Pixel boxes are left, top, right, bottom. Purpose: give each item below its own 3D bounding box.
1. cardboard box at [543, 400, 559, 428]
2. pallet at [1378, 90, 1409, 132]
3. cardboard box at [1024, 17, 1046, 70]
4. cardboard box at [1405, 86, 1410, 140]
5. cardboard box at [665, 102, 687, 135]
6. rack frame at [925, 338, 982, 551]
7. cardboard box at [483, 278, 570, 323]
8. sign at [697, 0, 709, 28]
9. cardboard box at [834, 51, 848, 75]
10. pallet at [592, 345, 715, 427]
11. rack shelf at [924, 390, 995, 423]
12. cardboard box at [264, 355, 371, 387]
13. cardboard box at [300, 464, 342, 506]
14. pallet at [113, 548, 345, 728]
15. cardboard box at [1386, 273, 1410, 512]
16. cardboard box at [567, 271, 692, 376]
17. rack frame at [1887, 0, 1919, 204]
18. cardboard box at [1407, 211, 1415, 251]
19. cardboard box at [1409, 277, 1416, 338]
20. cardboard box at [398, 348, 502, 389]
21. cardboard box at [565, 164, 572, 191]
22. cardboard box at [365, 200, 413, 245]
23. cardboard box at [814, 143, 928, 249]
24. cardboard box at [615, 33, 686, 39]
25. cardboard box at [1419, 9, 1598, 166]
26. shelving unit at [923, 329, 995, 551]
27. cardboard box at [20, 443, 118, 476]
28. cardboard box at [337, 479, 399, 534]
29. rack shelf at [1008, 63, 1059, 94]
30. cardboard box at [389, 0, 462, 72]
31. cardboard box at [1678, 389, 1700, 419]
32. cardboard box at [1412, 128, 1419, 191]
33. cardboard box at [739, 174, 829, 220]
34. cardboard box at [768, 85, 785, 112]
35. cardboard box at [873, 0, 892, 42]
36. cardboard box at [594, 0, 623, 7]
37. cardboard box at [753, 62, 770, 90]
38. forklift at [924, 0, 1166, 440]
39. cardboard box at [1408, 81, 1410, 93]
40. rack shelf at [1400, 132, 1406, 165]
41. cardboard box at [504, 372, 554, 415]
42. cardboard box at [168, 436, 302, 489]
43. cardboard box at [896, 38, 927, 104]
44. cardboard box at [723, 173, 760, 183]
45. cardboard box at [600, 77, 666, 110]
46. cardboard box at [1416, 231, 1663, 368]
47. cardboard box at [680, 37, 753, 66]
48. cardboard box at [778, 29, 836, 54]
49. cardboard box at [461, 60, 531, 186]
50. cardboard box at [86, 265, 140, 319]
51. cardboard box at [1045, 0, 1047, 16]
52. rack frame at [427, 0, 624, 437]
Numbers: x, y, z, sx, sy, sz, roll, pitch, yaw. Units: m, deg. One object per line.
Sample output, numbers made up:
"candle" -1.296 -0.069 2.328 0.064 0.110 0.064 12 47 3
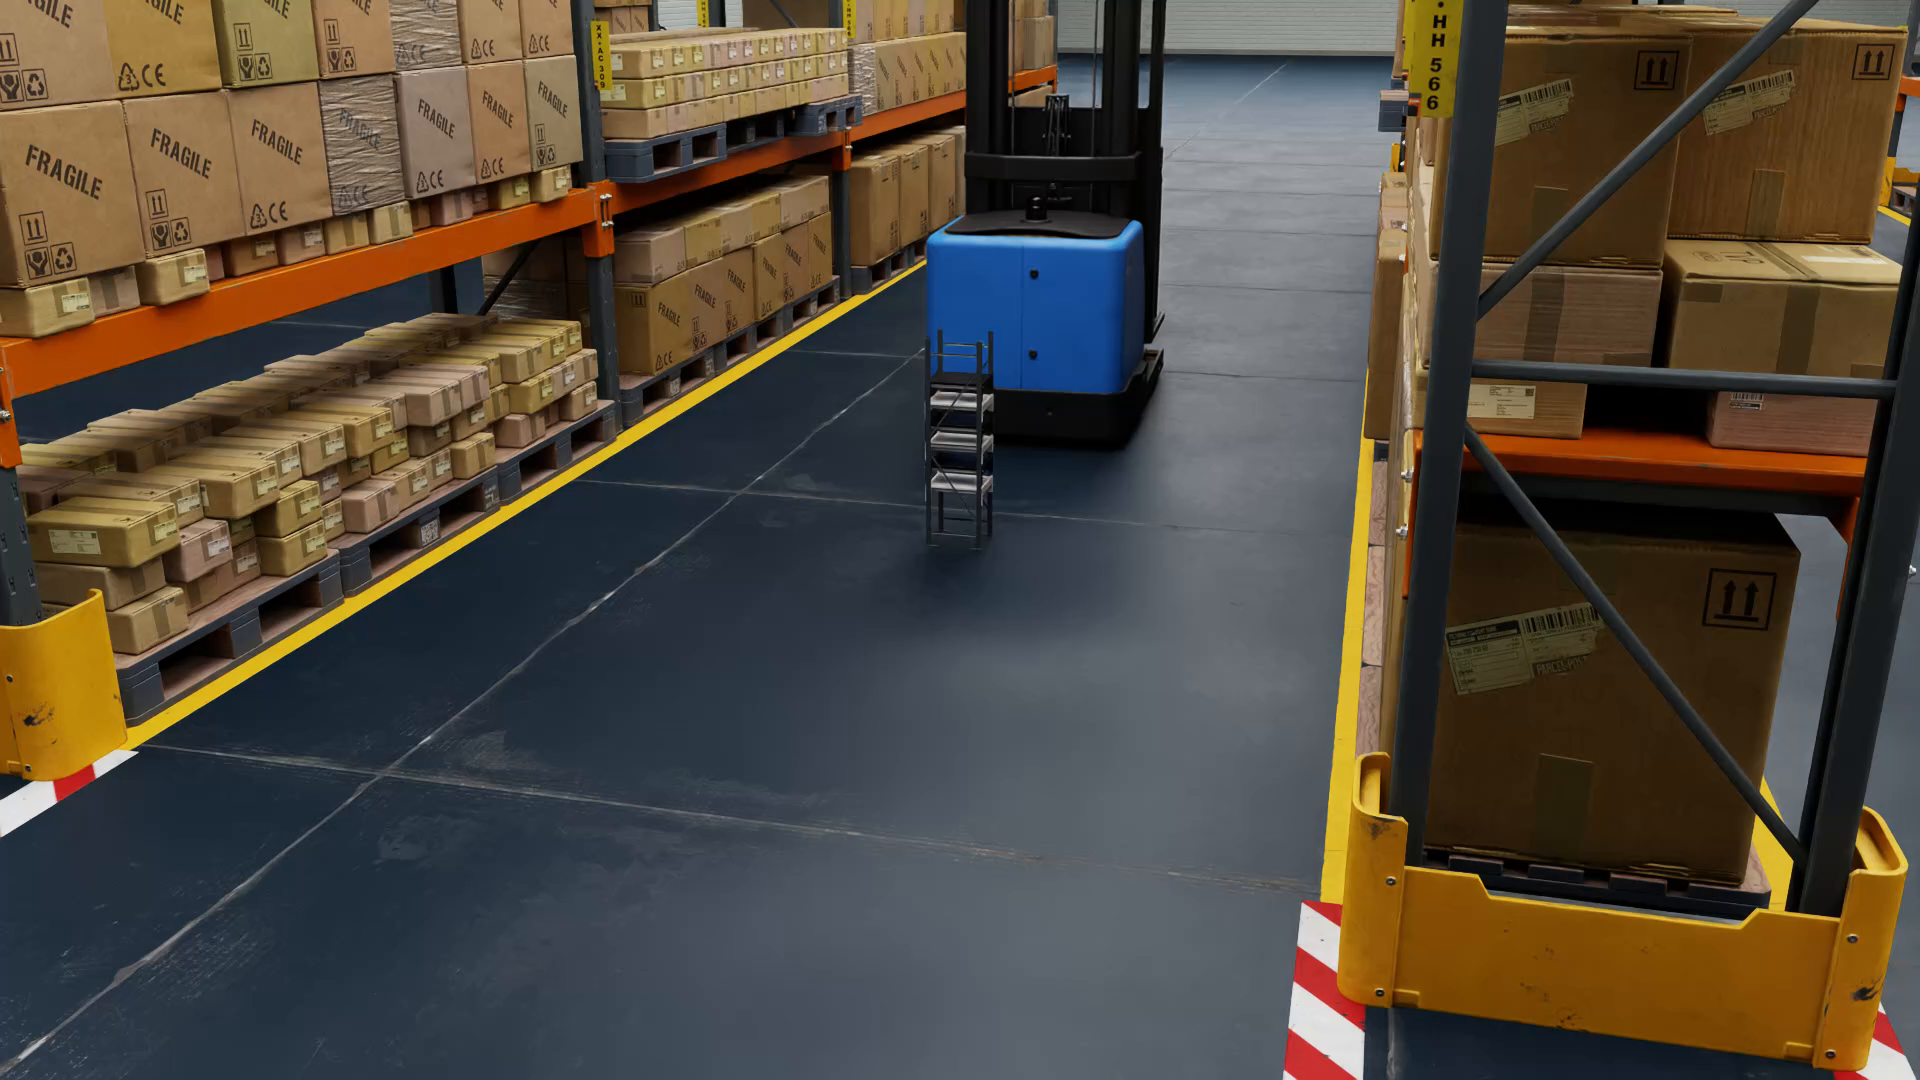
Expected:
"cardboard box" -2.204 -0.637 8.172 0.380 0.149 0.250 5 20 15
"pallet" 3.539 -2.983 11.578 1.213 0.211 1.003 5 19 13
"cardboard box" 0.478 -5.550 18.564 0.875 0.550 0.550 5 19 13
"cardboard box" 3.085 -2.759 10.469 0.500 0.500 0.500 5 20 15
"cardboard box" -1.690 -2.266 8.921 0.380 0.149 0.250 5 19 14
"rack frame" -0.027 -0.391 6.941 0.240 0.900 0.006 5 19 13
"cardboard box" -2.358 -1.280 9.511 0.500 0.500 0.500 4 19 12
"sign" -1.856 -3.856 12.046 0.100 0.325 0.005 5 19 13
"cardboard box" -0.996 -3.295 11.474 0.380 0.149 0.250 5 20 15
"pallet" -2.105 -0.936 9.603 1.003 0.211 1.213 5 19 13
"rack shelf" -0.002 -0.562 6.987 0.258 0.077 0.200 5 19 13
"cardboard box" -2.901 -0.730 7.524 0.380 0.149 0.250 5 20 15
"cardboard box" -2.658 -0.220 6.492 0.380 0.149 0.250 4 19 11
"pallet" -3.020 0.286 6.024 1.003 0.211 1.213 5 19 13
"cardboard box" 2.252 -0.581 6.886 0.875 0.875 0.875 5 19 13
"cardboard box" -1.857 -1.238 9.390 0.500 0.500 0.500 5 20 16
"rack frame" 10.225 -4.959 17.064 1.000 3.000 0.127 5 19 13
"cardboard box" 1.905 -1.156 6.319 0.380 0.149 0.250 4 19 12
"cardboard box" 1.529 -0.674 4.908 0.380 0.149 0.250 4 19 12
"cardboard box" -2.346 -0.774 7.654 0.380 0.149 0.250 5 20 15
"cardboard box" -2.137 -1.785 8.162 0.380 0.149 0.250 4 19 13
"cardboard box" -2.449 -1.289 6.710 0.380 0.149 0.250 5 19 14
"cardboard box" -0.871 -2.858 13.745 1.050 0.750 0.750 5 19 14
"cardboard box" -1.937 -3.085 10.399 0.380 0.149 0.250 5 20 15
"cardboard box" 1.875 -1.566 5.744 0.500 0.500 0.500 4 19 12
"shelving unit" -0.002 -0.423 7.035 0.258 0.900 0.210 5 19 13
"cardboard box" -3.331 -0.241 6.092 0.380 0.149 0.250 4 19 12
"cardboard box" -2.511 -0.144 6.729 0.380 0.149 0.250 4 19 11
"rack shelf" 0.149 -4.806 17.730 1.077 0.370 4.000 5 19 13
"cardboard box" -2.407 -2.183 6.775 0.500 0.500 0.500 5 20 15
"cardboard box" 1.981 -0.382 4.053 0.380 0.149 0.250 4 19 13
"cardboard box" 2.122 -1.532 6.803 0.500 0.250 0.500 4 19 12
"cardboard box" -1.230 -2.401 11.635 0.500 0.250 0.500 4 19 12
"cardboard box" -1.310 -2.753 10.346 0.380 0.149 0.250 5 20 15
"cardboard box" -0.952 -4.246 13.275 0.700 0.500 0.500 4 19 13
"cardboard box" -4.256 -6.290 18.801 0.700 0.500 0.500 4 19 13
"cardboard box" -1.372 -2.810 10.053 0.380 0.149 0.250 4 19 12
"forklift" 0.625 -2.334 9.488 1.130 2.935 3.031 4 19 11
"cardboard box" 3.601 -3.444 11.824 0.700 0.500 0.500 8 20 21
"rack shelf" 3.957 -3.129 12.820 1.077 0.370 4.000 5 19 13
"cardboard box" -2.165 -0.707 7.918 0.380 0.149 0.250 4 19 11
"cardboard box" -2.697 -0.276 6.195 0.380 0.149 0.250 4 19 11
"cardboard box" -0.577 -3.906 13.828 0.500 0.500 0.500 4 19 13
"cardboard box" -1.720 -2.439 11.746 0.500 0.250 0.500 4 19 11
"cardboard box" -1.752 -2.320 8.617 0.380 0.149 0.250 5 19 14
"cardboard box" 1.374 -0.577 4.009 0.500 0.250 0.500 4 19 13
"cardboard box" -1.437 -2.866 9.756 0.380 0.149 0.250 5 20 15
"cardboard box" -1.056 -3.359 11.199 0.380 0.149 0.250 4 19 13
"cardboard box" -2.267 -1.863 7.388 0.500 0.500 0.500 4 19 12
"cardboard box" -2.853 -0.798 5.272 0.380 0.149 0.250 5 20 15
"cardboard box" 0.509 -6.242 18.919 0.875 0.550 0.550 5 19 13
"rack frame" -2.294 -2.012 8.437 1.000 3.000 0.127 5 19 13
